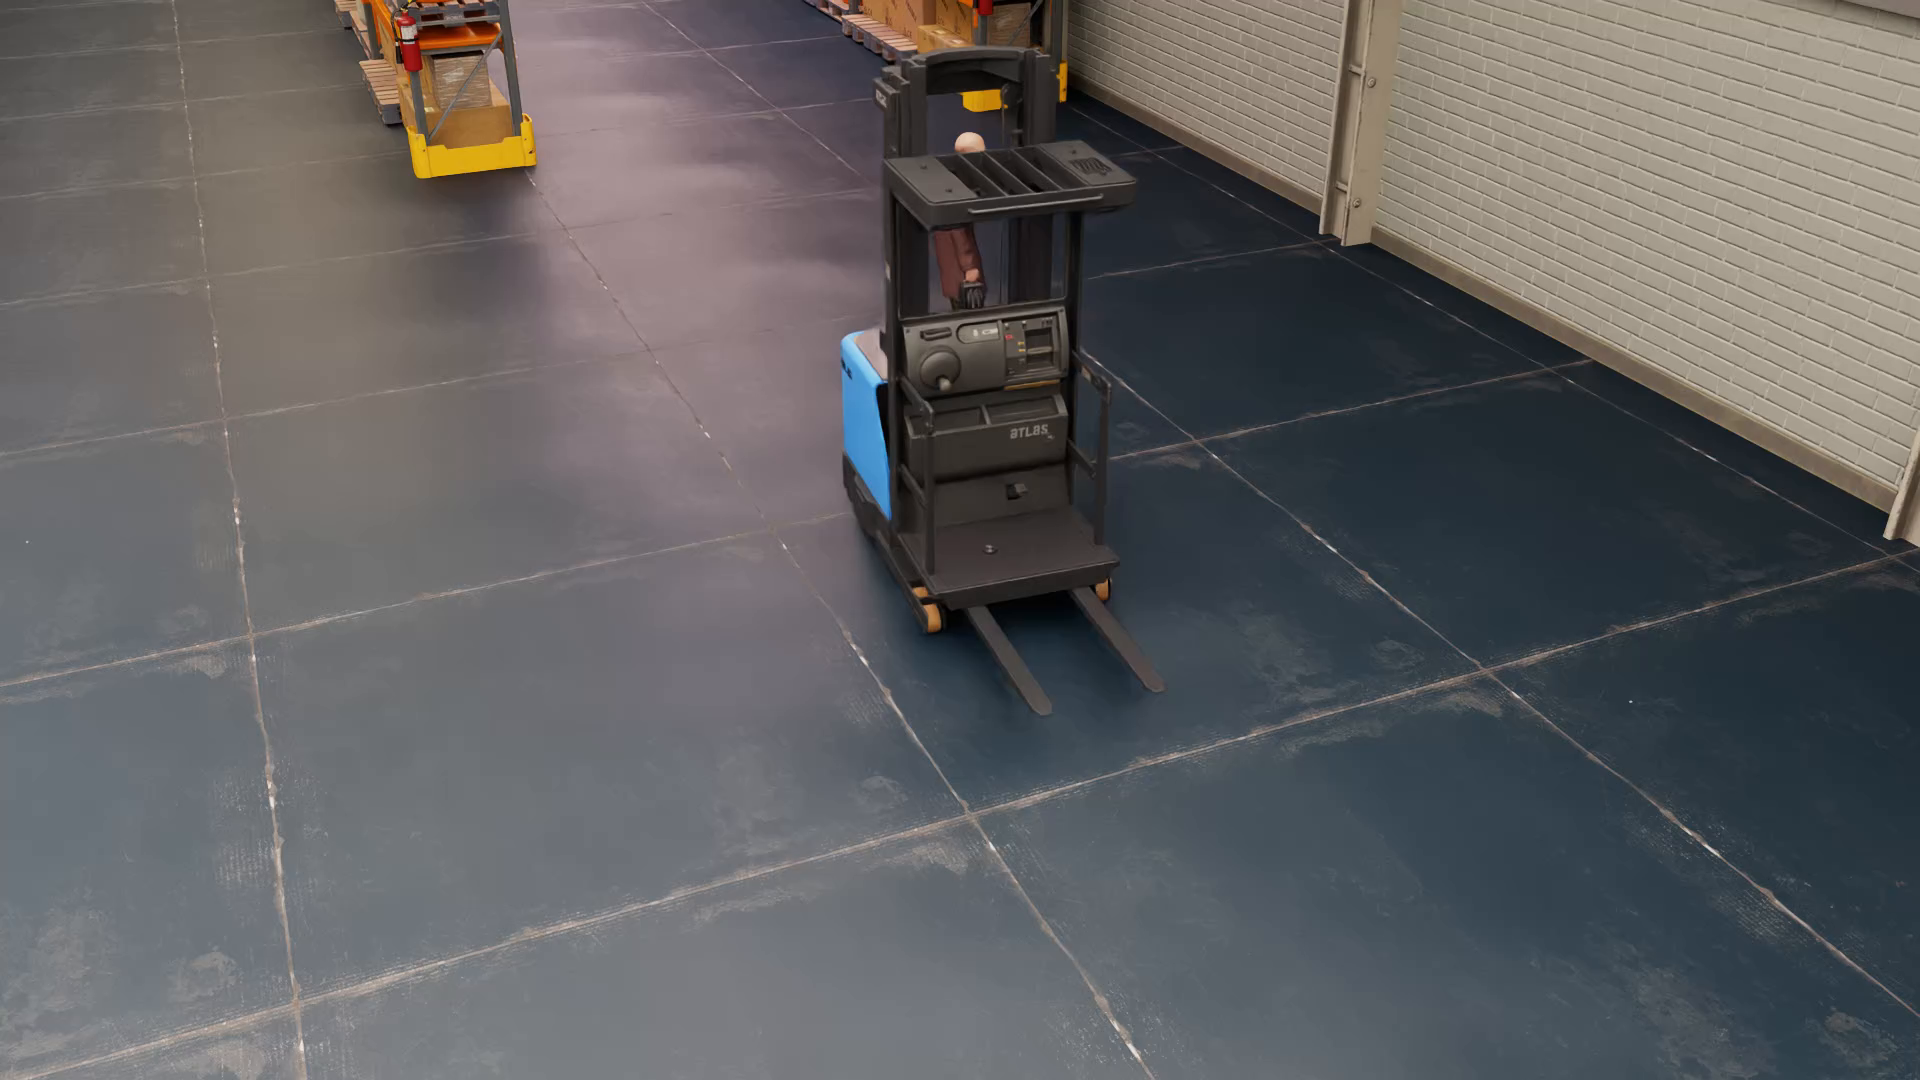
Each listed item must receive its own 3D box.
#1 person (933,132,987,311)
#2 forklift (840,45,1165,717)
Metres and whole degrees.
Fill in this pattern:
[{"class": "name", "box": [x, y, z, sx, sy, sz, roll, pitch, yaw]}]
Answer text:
[{"class": "person", "box": [0.022, -2.004, 11.791, 0.425, 1.773, 0.653, -2, 30, -3]}, {"class": "forklift", "box": [0.218, -0.984, 8.841, 1.130, 2.935, 3.031, -10, 31, -16]}]
